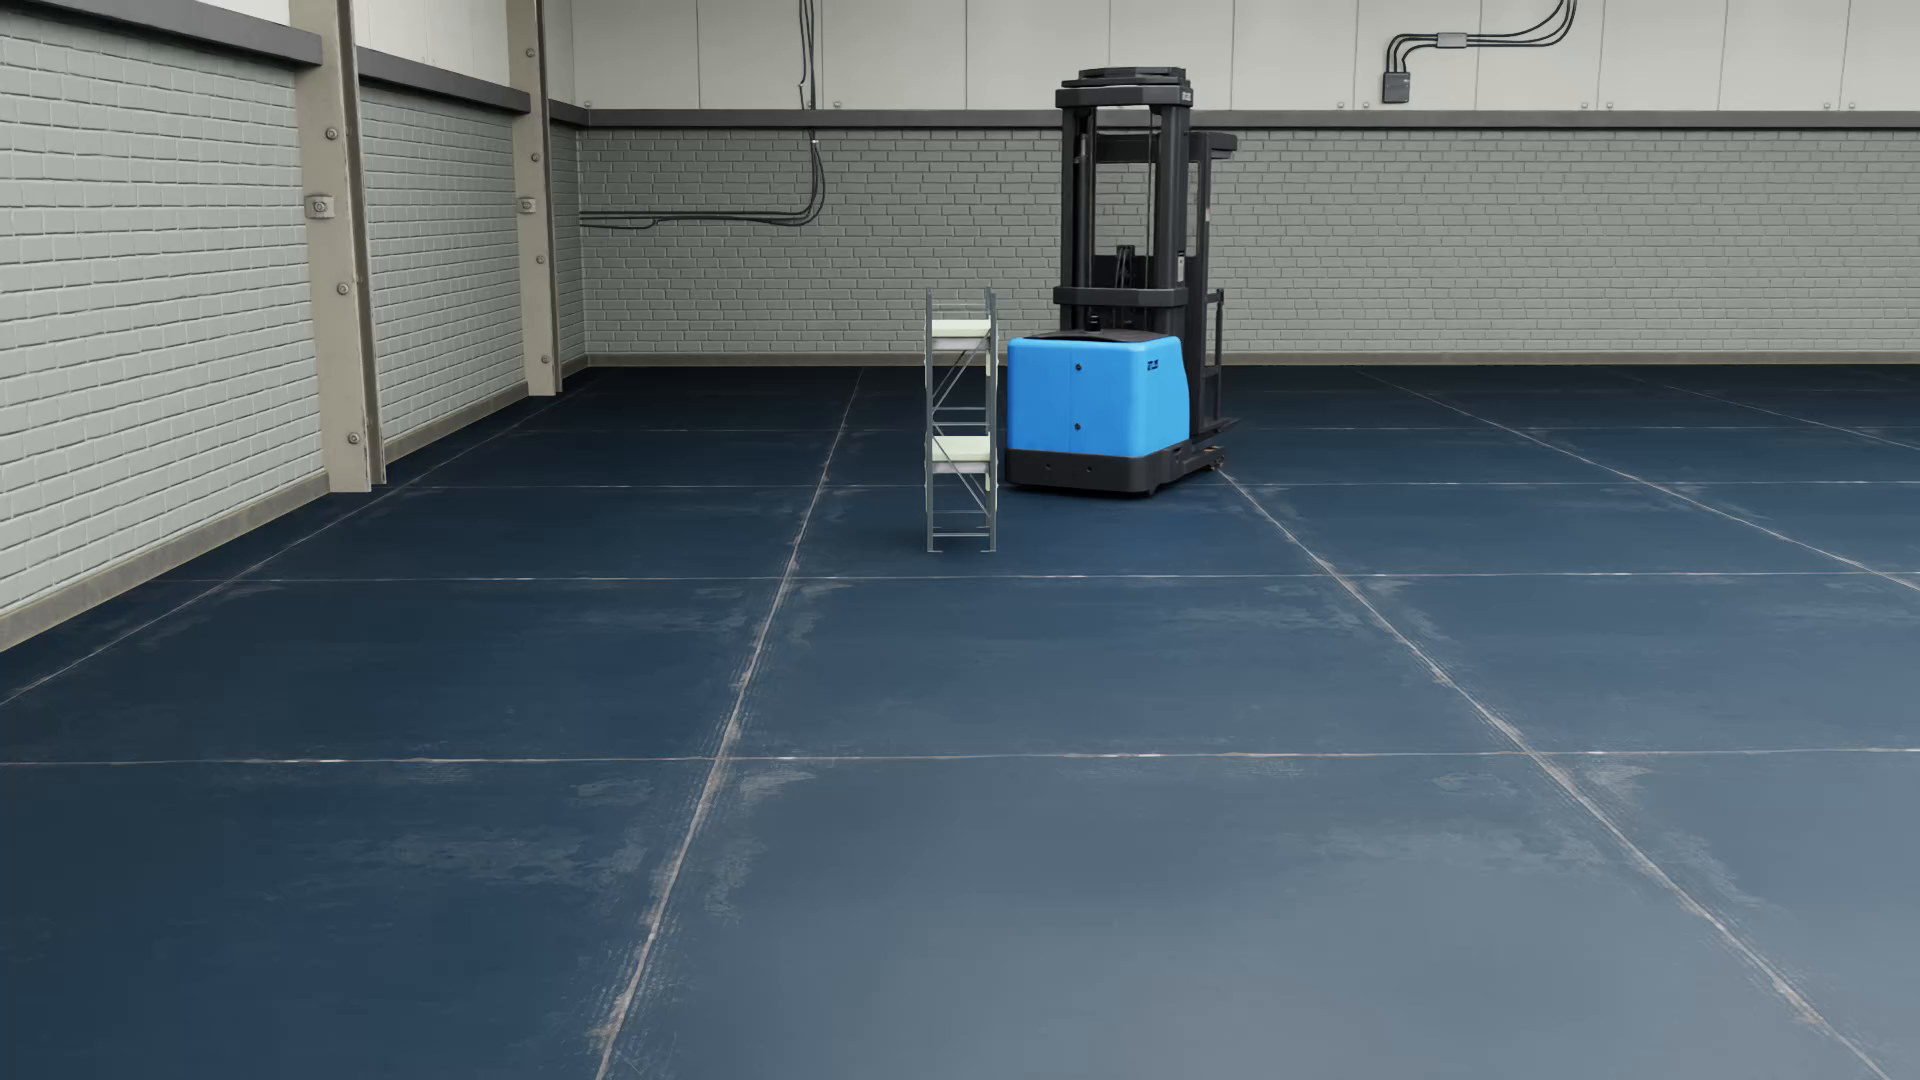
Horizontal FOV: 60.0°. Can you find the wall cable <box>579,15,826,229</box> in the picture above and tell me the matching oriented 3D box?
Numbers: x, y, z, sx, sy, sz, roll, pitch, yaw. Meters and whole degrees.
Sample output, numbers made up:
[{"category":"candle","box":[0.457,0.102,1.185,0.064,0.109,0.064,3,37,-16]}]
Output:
[{"category":"wall cable","box":[-3.189,-5.049,20.123,3.097,2.526,0.112,0,11,-1]}]

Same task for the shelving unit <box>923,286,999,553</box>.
[{"category":"shelving unit","box":[0.000,-0.736,9.917,0.431,1.500,0.755,0,11,-1]}]

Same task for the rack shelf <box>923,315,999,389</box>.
[{"category":"rack shelf","box":[0.000,-1.119,9.839,0.431,0.370,0.720,0,11,-1]}]

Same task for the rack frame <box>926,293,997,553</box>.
[{"category":"rack frame","box":[0.007,-0.664,9.558,0.400,1.500,0.023,0,11,-1]}]

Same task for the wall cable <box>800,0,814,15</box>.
[{"category":"wall cable","box":[-0.485,-7.535,19.676,3.097,2.526,0.112,0,11,-1]}]

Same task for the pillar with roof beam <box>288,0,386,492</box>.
[{"category":"pillar with roof beam","box":[-0.022,-4.805,11.109,9.100,9.000,0.400,0,11,-1]}]

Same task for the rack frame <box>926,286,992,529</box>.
[{"category":"rack frame","box":[-0.008,-0.809,10.275,0.400,1.500,0.023,0,11,-1]}]

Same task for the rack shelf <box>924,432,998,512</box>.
[{"category":"rack shelf","box":[0.000,-0.417,9.981,0.431,0.370,0.720,0,11,-1]}]

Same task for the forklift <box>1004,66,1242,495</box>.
[{"category":"forklift","box":[1.410,-1.998,12.534,1.130,2.935,3.031,5,13,25]}]

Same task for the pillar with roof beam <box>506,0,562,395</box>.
[{"category":"pillar with roof beam","box":[-0.146,-5.997,16.988,9.100,9.000,0.400,0,11,-1]}]

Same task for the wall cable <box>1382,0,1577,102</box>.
[{"category":"wall cable","box":[6.302,-8.273,19.653,2.305,6.003,0.169,0,11,-1]}]
